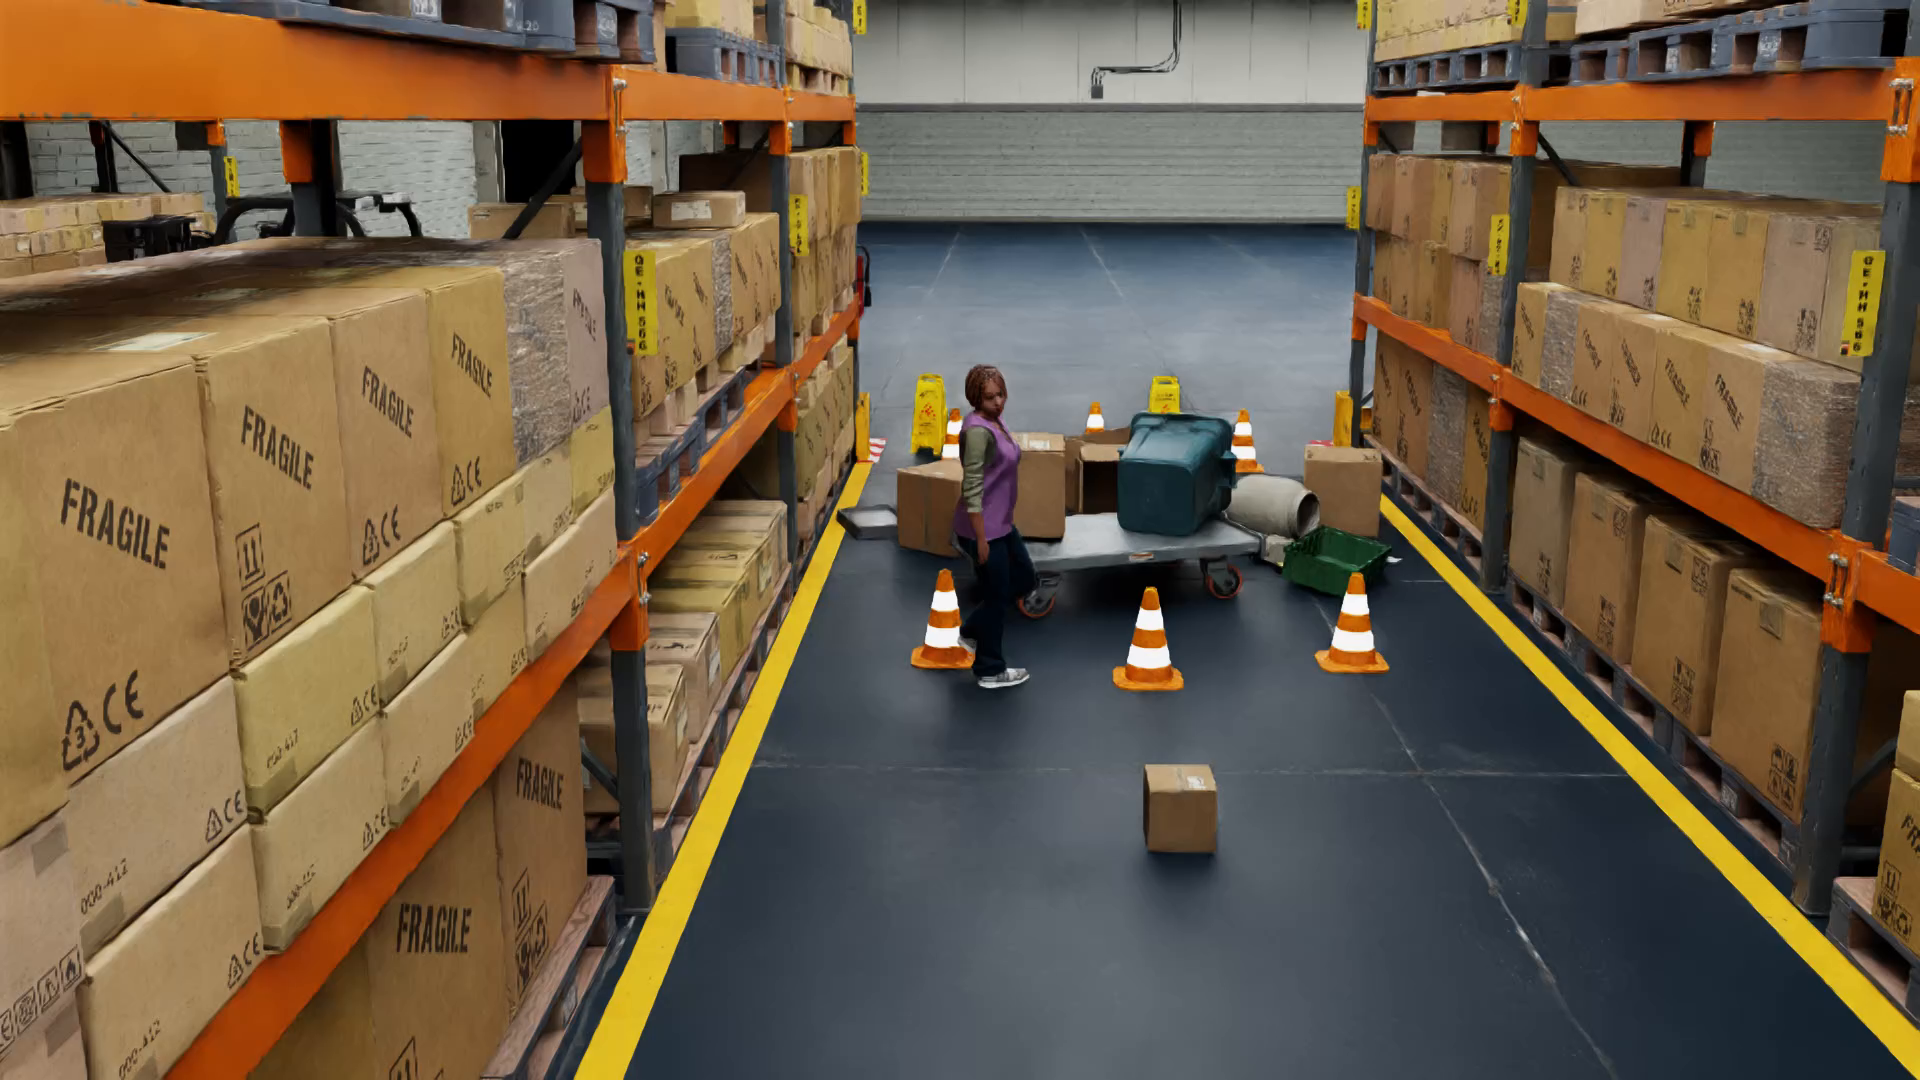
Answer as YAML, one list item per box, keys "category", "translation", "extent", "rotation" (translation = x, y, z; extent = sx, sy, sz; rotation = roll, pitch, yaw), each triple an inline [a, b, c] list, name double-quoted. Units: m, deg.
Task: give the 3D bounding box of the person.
- category: "person"
  translation: [0.159, -0.054, 7.756]
  extent: [0.386, 1.580, 0.567]
  rotation: [1, 14, 5]
